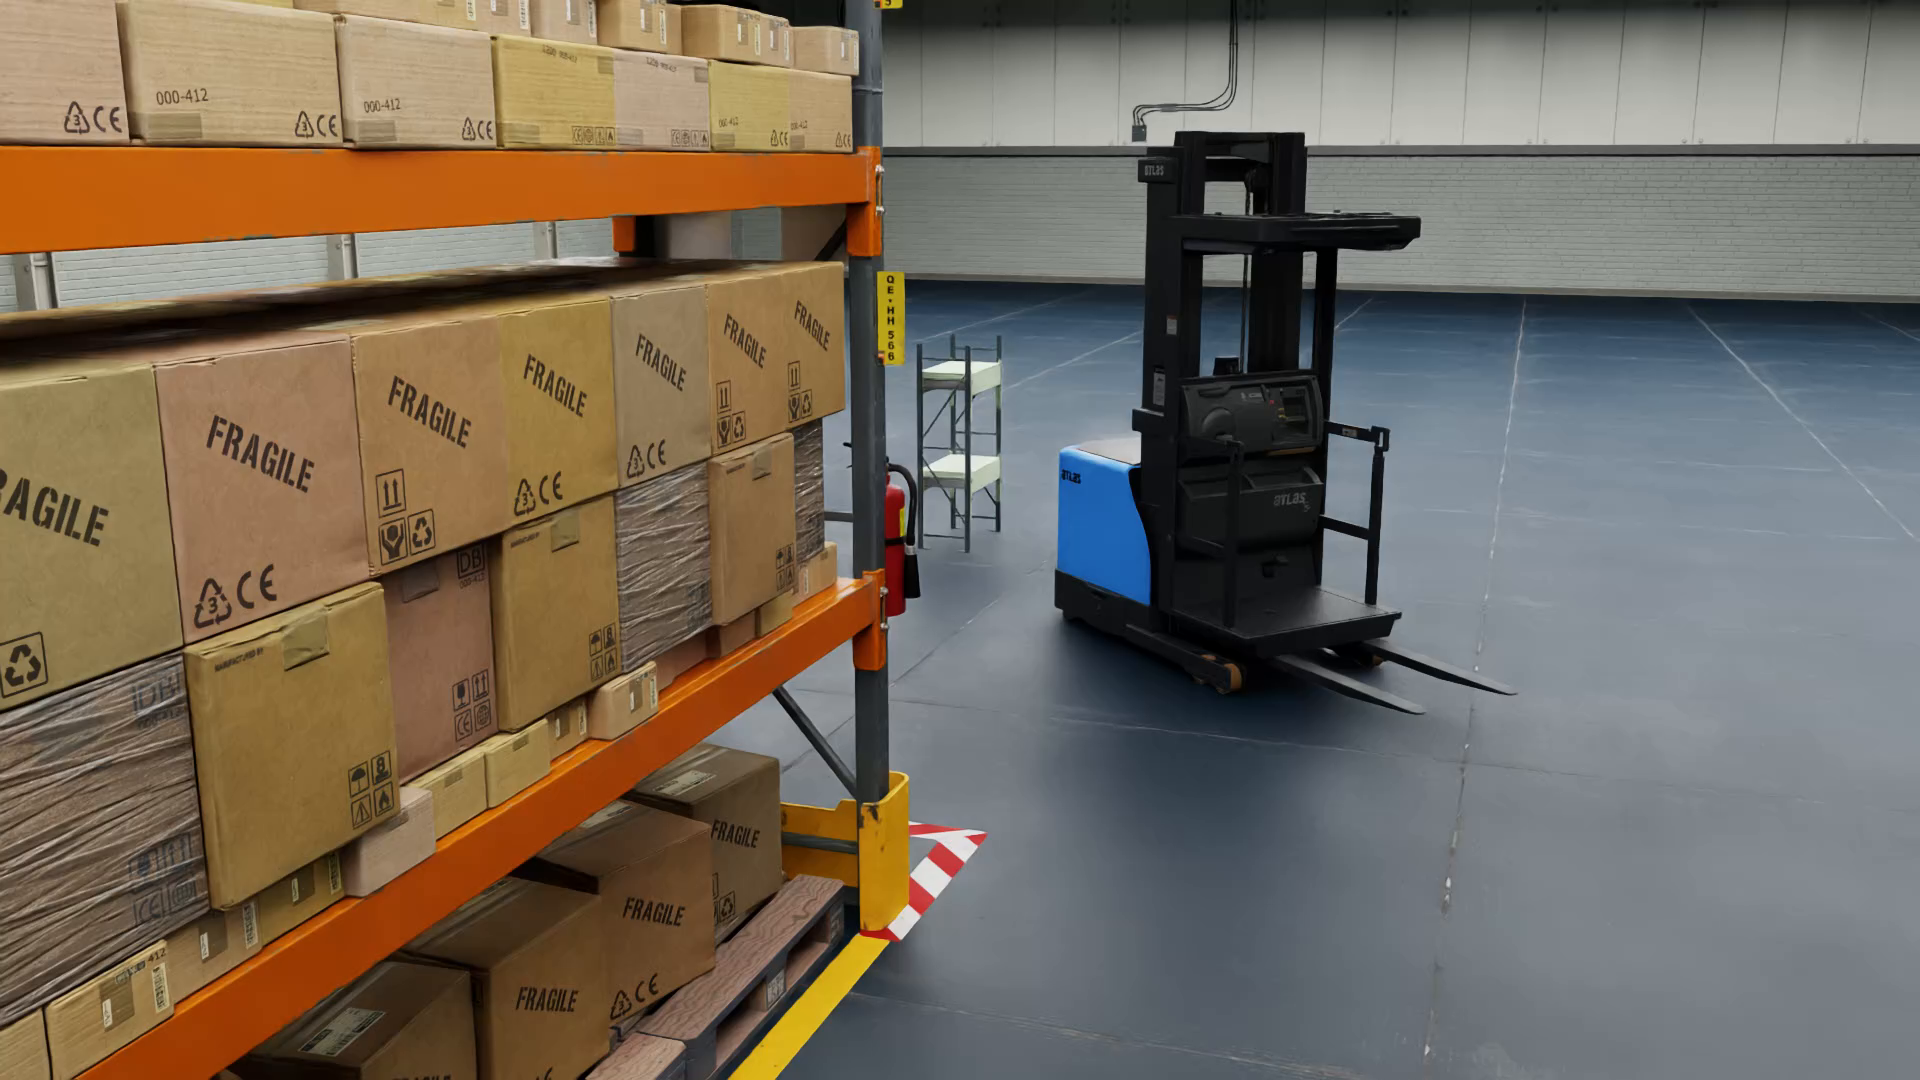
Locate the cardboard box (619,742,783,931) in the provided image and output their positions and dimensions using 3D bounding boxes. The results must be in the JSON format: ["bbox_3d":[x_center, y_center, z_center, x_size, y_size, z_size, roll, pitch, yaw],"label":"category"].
[{"bbox_3d":[-0.979,1.039,5.870,0.500,0.500,0.500,7,15,29],"label":"cardboard box"}]

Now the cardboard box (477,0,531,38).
[{"bbox_3d":[-1.221,-1.227,3.824,0.380,0.149,0.250,5,14,20],"label":"cardboard box"}]

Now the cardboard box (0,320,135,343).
[{"bbox_3d":[-2.009,-0.165,3.328,0.500,0.500,0.500,4,14,18],"label":"cardboard box"}]

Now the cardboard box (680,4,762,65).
[{"bbox_3d":[-0.794,-1.442,4.765,0.380,0.149,0.250,4,14,19],"label":"cardboard box"}]

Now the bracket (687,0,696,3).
[{"bbox_3d":[-6.006,-11.977,36.652,0.235,0.232,0.430,4,14,18],"label":"bracket"}]

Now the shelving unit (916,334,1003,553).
[{"bbox_3d":[0.002,-0.733,12.327,0.431,1.500,0.755,4,14,18],"label":"shelving unit"}]

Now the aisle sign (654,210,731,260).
[{"bbox_3d":[-1.025,-1.408,6.072,0.394,0.787,0.004,4,14,18],"label":"aisle sign"}]

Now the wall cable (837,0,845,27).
[{"bbox_3d":[-1.443,-11.614,38.778,3.097,2.526,0.112,4,14,18],"label":"wall cable"}]

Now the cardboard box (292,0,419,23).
[{"bbox_3d":[-1.321,-1.114,3.330,0.380,0.149,0.250,4,13,17],"label":"cardboard box"}]

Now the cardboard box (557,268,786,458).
[{"bbox_3d":[-0.861,-0.548,5.006,0.500,0.500,0.500,4,14,18],"label":"cardboard box"}]

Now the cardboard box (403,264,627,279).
[{"bbox_3d":[-1.365,-0.586,5.174,0.500,0.500,0.500,4,14,18],"label":"cardboard box"}]

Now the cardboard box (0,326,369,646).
[{"bbox_3d":[-1.509,-0.126,3.161,0.500,0.500,0.500,4,14,18],"label":"cardboard box"}]

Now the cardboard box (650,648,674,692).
[{"bbox_3d":[-1.047,0.356,4.751,0.380,0.149,0.250,4,14,18],"label":"cardboard box"}]

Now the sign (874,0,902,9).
[{"bbox_3d":[-0.242,-1.956,5.584,0.100,0.325,0.005,4,14,18],"label":"sign"}]

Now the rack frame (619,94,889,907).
[{"bbox_3d":[-0.761,-0.106,6.210,1.000,3.000,0.127,4,14,18],"label":"rack frame"}]

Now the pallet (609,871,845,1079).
[{"bbox_3d":[-1.082,1.438,5.712,1.003,0.211,1.213,4,14,18],"label":"pallet"}]

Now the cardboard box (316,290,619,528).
[{"bbox_3d":[-1.195,-0.338,4.087,0.500,0.500,0.500,4,14,18],"label":"cardboard box"}]

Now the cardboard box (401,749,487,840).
[{"bbox_3d":[-1.320,0.570,3.812,0.380,0.149,0.250,4,14,18],"label":"cardboard box"}]

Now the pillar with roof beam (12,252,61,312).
[{"bbox_3d":[-7.958,-6.235,19.584,9.100,9.000,0.400,4,14,18],"label":"pillar with roof beam"}]

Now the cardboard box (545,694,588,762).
[{"bbox_3d":[-1.190,0.463,4.284,0.380,0.149,0.250,4,14,18],"label":"cardboard box"}]

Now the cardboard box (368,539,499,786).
[{"bbox_3d":[-1.589,0.237,3.814,0.875,0.500,0.500,4,14,18],"label":"cardboard box"}]

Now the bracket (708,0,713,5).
[{"bbox_3d":[-5.737,-12.152,37.417,0.235,0.232,0.430,4,14,18],"label":"bracket"}]

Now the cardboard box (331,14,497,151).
[{"bbox_3d":[-1.330,-0.945,3.482,0.500,0.250,0.500,4,13,16],"label":"cardboard box"}]

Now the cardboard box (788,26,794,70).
[{"bbox_3d":[-0.751,-1.562,5.291,0.380,0.149,0.250,4,13,17],"label":"cardboard box"}]

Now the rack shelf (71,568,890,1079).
[{"bbox_3d":[-1.408,0.666,4.445,1.077,0.370,4.000,4,14,18],"label":"rack shelf"}]

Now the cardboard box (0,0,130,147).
[{"bbox_3d":[-1.667,-0.729,2.537,0.500,0.250,0.500,4,13,16],"label":"cardboard box"}]

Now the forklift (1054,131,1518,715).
[{"bbox_3d":[1.734,-0.719,9.052,1.130,2.935,3.031,-7,15,-28],"label":"forklift"}]

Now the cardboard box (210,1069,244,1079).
[{"bbox_3d":[-1.710,1.548,3.638,0.500,0.500,0.500,10,16,36],"label":"cardboard box"}]

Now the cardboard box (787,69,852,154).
[{"bbox_3d":[-0.676,-1.375,5.368,0.500,0.250,0.500,5,14,20],"label":"cardboard box"}]

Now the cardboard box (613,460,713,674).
[{"bbox_3d":[-1.216,0.031,4.720,0.875,0.500,0.500,4,14,18],"label":"cardboard box"}]

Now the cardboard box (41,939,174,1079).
[{"bbox_3d":[-1.608,0.784,2.878,0.380,0.149,0.250,4,14,18],"label":"cardboard box"}]

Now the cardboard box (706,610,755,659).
[{"bbox_3d":[-0.867,0.252,5.207,0.380,0.149,0.250,4,14,18],"label":"cardboard box"}]

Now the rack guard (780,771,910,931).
[{"bbox_3d":[-0.785,1.129,6.418,1.175,0.500,0.348,4,14,18],"label":"rack guard"}]

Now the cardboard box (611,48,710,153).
[{"bbox_3d":[-1.009,-1.162,4.436,0.500,0.250,0.500,5,14,20],"label":"cardboard box"}]

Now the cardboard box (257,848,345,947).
[{"bbox_3d":[-1.481,0.676,3.351,0.380,0.149,0.250,4,14,18],"label":"cardboard box"}]

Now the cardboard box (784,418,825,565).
[{"bbox_3d":[-0.965,-0.186,5.667,0.875,0.500,0.500,4,14,18],"label":"cardboard box"}]

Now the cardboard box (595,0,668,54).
[{"bbox_3d":[-0.983,-1.335,4.296,0.380,0.149,0.250,4,13,16],"label":"cardboard box"}]

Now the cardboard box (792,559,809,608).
[{"bbox_3d":[-0.739,0.144,5.679,0.380,0.149,0.250,4,14,18],"label":"cardboard box"}]

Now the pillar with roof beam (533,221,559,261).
[{"bbox_3d":[-4.075,-8.762,30.654,9.100,9.000,0.400,4,14,18],"label":"pillar with roof beam"}]

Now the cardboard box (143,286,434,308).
[{"bbox_3d":[-1.682,-0.375,4.249,0.500,0.500,0.500,4,14,18],"label":"cardboard box"}]

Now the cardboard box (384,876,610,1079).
[{"bbox_3d":[-1.360,1.297,4.737,0.500,0.500,0.500,6,14,24],"label":"cardboard box"}]

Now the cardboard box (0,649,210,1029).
[{"bbox_3d":[-1.851,0.453,2.871,0.875,0.500,0.500,4,14,18],"label":"cardboard box"}]

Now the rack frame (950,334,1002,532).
[{"bbox_3d":[0.121,-0.810,12.665,0.400,1.500,0.023,4,14,18],"label":"rack frame"}]

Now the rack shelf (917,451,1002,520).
[{"bbox_3d":[0.002,-0.415,12.400,0.431,0.370,0.720,4,14,18],"label":"rack shelf"}]
